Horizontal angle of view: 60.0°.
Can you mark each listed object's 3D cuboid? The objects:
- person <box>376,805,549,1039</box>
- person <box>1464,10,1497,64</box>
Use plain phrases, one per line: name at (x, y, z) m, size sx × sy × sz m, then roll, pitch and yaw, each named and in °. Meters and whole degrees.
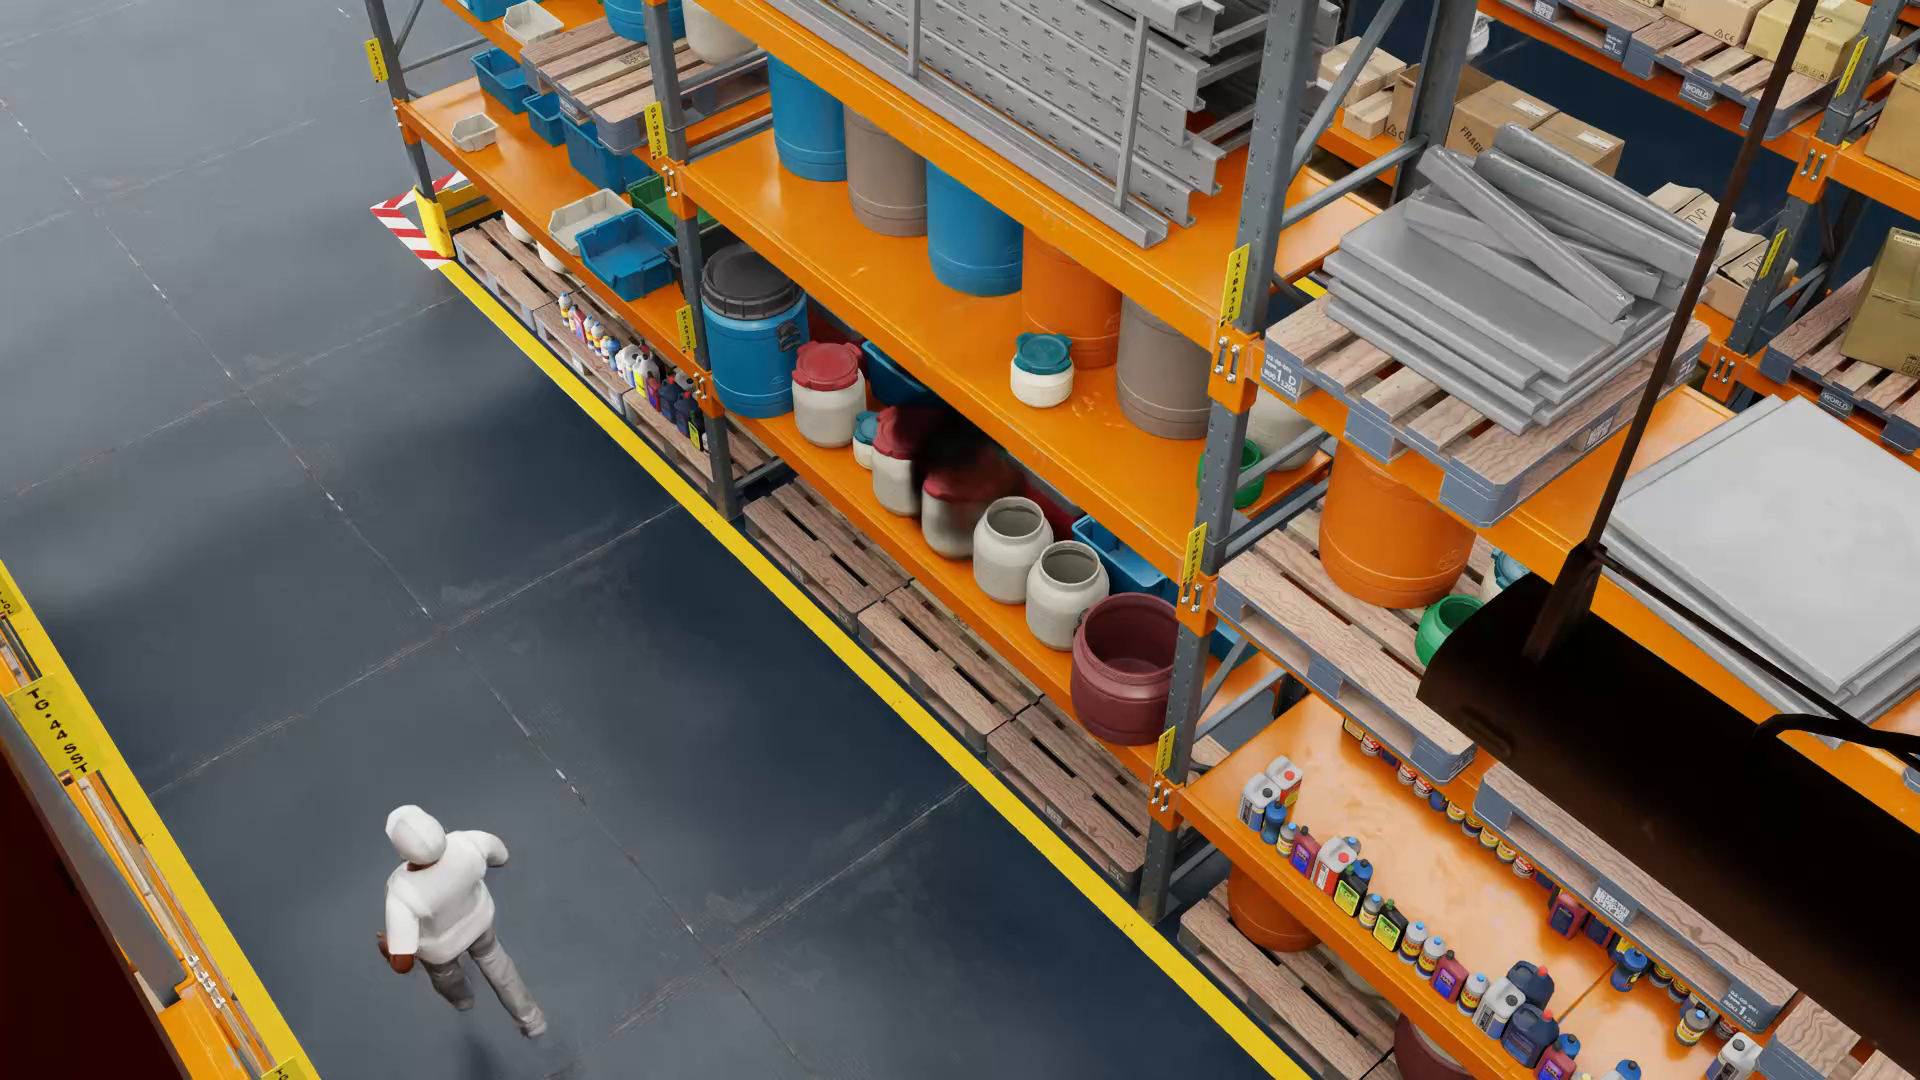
person at (-2.362, 1.779, 7.699) m, size 0.793 × 1.763 × 0.717 m, roll 32°, pitch 54°, yaw 27°
person at (4.177, -4.073, 13.710) m, size 0.576 × 1.648 × 0.612 m, roll 36°, pitch 56°, yaw 29°
